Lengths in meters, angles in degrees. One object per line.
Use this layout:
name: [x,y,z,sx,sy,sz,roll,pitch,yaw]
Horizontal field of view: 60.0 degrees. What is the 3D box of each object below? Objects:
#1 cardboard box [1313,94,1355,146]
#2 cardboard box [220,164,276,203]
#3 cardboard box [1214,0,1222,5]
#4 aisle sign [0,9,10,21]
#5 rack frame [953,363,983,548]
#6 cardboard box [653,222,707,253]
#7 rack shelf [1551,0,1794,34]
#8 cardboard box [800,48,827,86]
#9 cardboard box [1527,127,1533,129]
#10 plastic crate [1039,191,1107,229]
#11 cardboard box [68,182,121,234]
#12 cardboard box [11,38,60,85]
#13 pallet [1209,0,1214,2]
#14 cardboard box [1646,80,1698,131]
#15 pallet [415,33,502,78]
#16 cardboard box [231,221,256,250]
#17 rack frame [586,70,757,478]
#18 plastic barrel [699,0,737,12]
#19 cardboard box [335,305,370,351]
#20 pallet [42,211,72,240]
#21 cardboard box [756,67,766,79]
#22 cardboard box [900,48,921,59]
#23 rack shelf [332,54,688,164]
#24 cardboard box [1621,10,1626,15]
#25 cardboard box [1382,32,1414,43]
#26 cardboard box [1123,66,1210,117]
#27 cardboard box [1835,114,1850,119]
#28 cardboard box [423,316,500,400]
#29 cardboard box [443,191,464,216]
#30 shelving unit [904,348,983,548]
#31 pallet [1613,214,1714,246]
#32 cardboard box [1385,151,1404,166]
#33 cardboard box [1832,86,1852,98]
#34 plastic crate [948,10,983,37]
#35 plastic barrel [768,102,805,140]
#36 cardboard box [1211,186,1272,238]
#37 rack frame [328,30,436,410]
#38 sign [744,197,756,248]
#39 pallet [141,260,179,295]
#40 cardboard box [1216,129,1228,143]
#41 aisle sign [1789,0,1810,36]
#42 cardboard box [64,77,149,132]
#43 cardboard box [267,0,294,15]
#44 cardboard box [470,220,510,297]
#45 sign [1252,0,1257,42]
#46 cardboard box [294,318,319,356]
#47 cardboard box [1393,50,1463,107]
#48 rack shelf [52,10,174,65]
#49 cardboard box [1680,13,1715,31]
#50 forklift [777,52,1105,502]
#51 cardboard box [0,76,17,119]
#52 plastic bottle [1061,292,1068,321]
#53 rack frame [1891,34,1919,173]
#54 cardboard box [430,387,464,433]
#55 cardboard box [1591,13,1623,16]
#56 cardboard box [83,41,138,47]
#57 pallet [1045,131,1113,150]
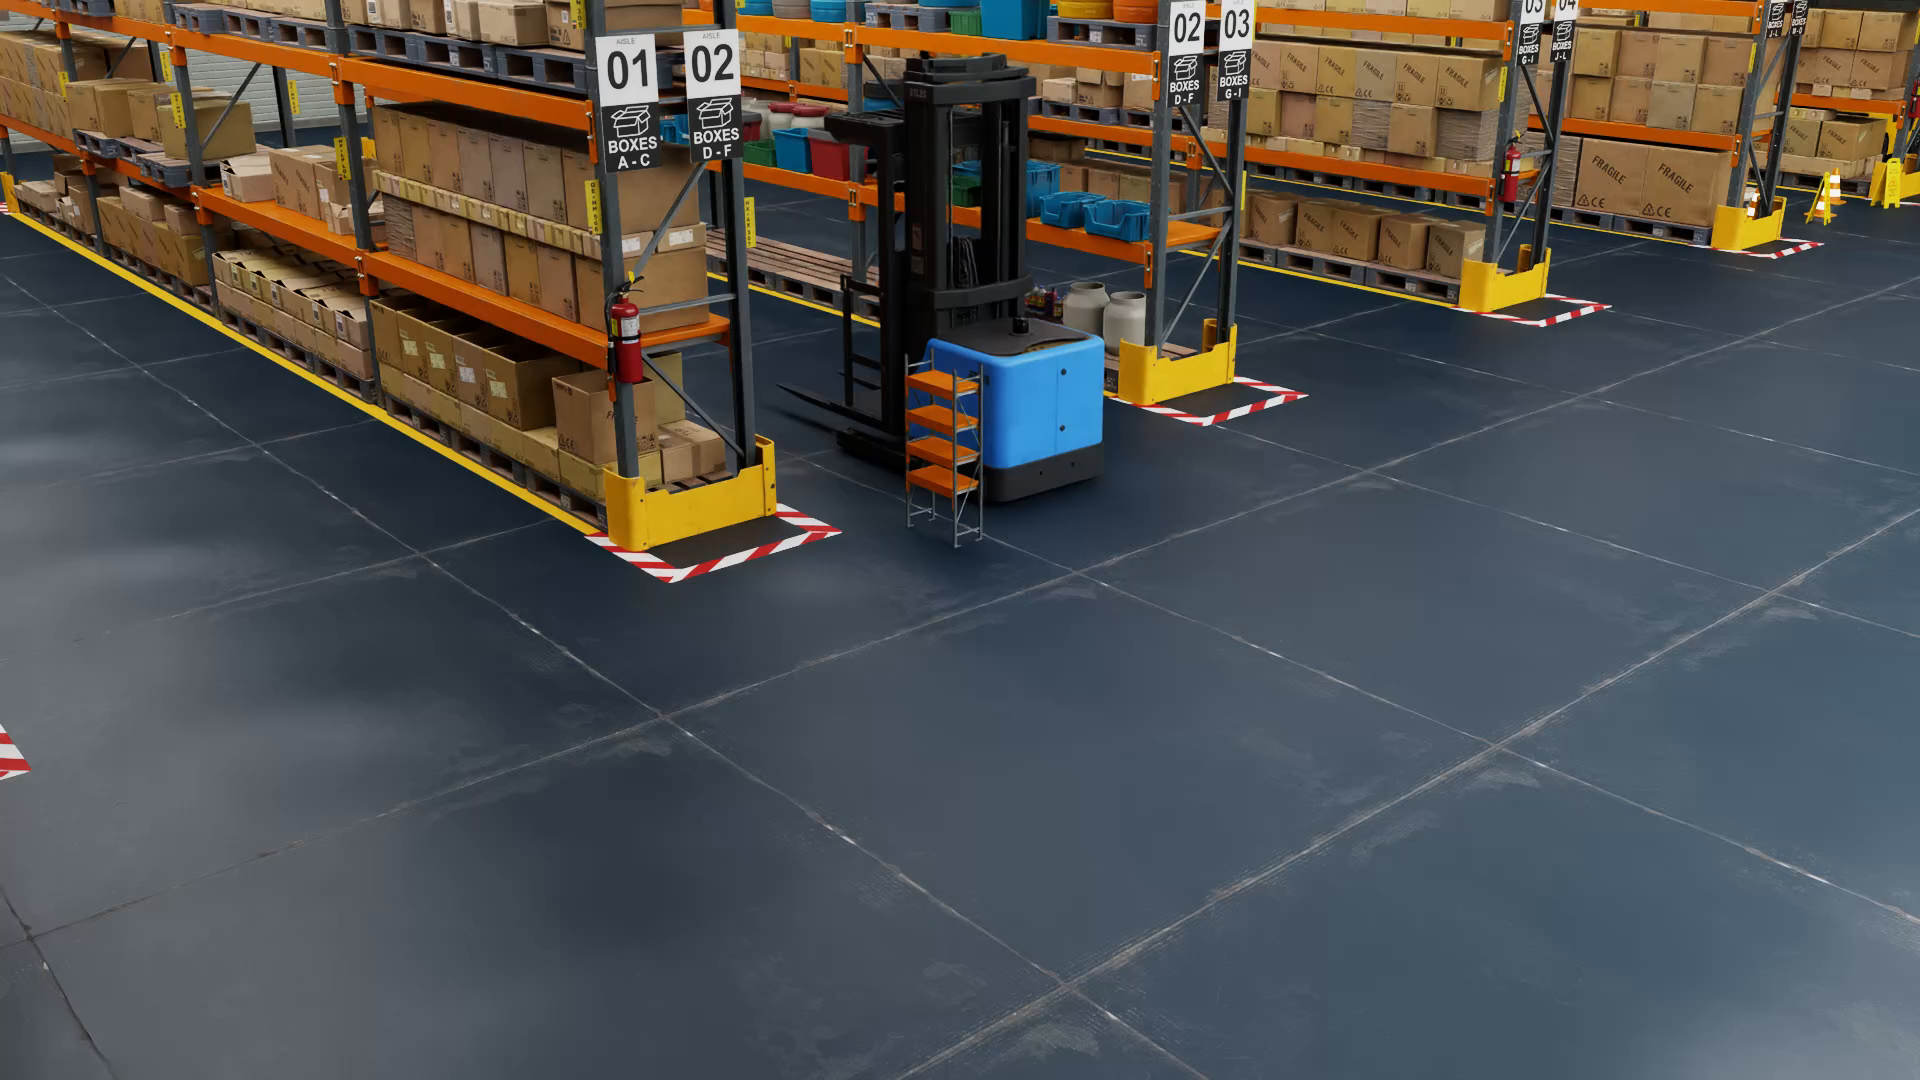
cardboard box: [4.332,-4.604,18.080,0.875,0.500,0.500,-17,27,-37]
cardboard box: [-6.593,-3.379,15.621,0.500,0.311,0.500,-18,28,-38]
cardboard box: [3.188,-6.108,18.558,0.500,0.250,0.500,-19,28,-39]
aisle sign: [-12.519,-7.084,21.392,0.394,0.787,0.004,-17,27,-37]
rack frame: [0.051,-0.537,10.710,0.240,1.200,0.015,-17,27,-37]
cardboard box: [-1.901,-2.012,10.982,0.380,0.149,0.250,-18,27,-38]
rack shelf: [8.217,-6.628,20.667,1.077,0.370,4.000,-17,27,-37]
cardboard box: [-2.023,-7.036,24.699,0.500,0.500,0.500,-17,27,-37]
cardboard box: [7.269,-5.135,22.319,0.875,0.875,0.875,-17,27,-37]
plastic crate: [0.974,-2.861,14.378,0.499,0.251,0.408,-17,27,-37]
cardboard box: [-10.228,-3.950,19.780,0.500,0.500,0.500,-17,27,-37]
cardboard box: [-11.160,-5.829,20.245,0.500,0.500,0.500,-18,28,-38]
pallet: [2.766,-6.471,19.538,1.213,0.211,1.003,-17,27,-37]
cardboard box: [8.870,-5.322,20.254,0.875,0.550,0.550,-17,27,-37]
pallet: [-3.051,-3.398,11.555,1.003,0.211,1.213,-17,27,-37]
cardboard box: [-7.457,-3.092,17.590,0.500,0.500,0.500,-19,28,-39]
rack frame: [-1.808,-1.504,10.711,1.000,3.000,0.127,-17,27,-37]
plastic barrel: [-2.477,-6.030,17.564,0.600,0.830,0.708,-17,27,-37]
cardboard box: [-4.901,-1.829,13.966,0.500,0.311,0.500,-17,27,-37]
pallet: [-10.889,-4.048,21.030,1.003,0.211,1.213,-17,27,-37]
cardboard box: [-2.917,-7.208,25.618,0.380,0.149,0.250,-18,28,-38]
cardboard box: [-0.411,-6.972,23.158,0.797,0.503,0.637,-17,27,-36]
rack shelf: [-3.114,-3.118,11.706,1.077,0.370,4.000,-17,27,-37]
cardboard box: [12.270,-9.596,30.345,0.380,0.149,0.250,-17,27,-37]
cardboard box: [6.246,-6.909,23.002,0.700,0.500,0.500,-18,28,-38]
cardboard box: [2.676,-5.694,20.010,1.000,1.000,1.000,-17,27,-37]
cardboard box: [12.529,-5.923,24.160,0.500,0.500,0.500,-19,28,-39]
cardboard box: [-3.701,-1.394,12.598,0.500,0.500,0.500,-17,27,-37]
cardboard box: [-3.546,-2.482,12.182,0.380,0.149,0.250,-18,28,-39]
shelving unit: [-0.108,-0.604,10.882,0.258,1.200,0.503,-17,27,-37]
pallet: [8.941,-3.918,20.697,1.003,0.211,1.213,-17,27,-37]
cardboard box: [4.708,-4.051,17.559,0.380,0.149,0.250,-17,27,-37]
cardboard box: [12.400,-6.275,23.237,0.380,0.149,0.250,-18,28,-38]
plastic crate: [0.159,-4.584,14.753,0.336,0.188,0.450,-17,27,-37]
plastic barrel: [-1.884,-4.489,18.146,0.433,0.535,0.433,0,21,0]
cardboard box: [3.319,-3.878,19.623,0.500,0.500,0.500,-18,28,-39]
rack frame: [-4.419,-2.609,13.532,1.000,3.000,0.127,-17,27,-37]
sign: [-1.384,-2.074,10.871,0.100,0.325,0.005,-17,27,-37]
pallet: [-8.281,-2.968,18.272,1.003,0.211,1.213,-17,27,-37]
cardboard box: [3.154,-4.646,19.078,0.380,0.149,0.250,-17,27,-37]
aisle sign: [9.796,-6.276,19.330,0.394,0.787,0.004,-17,27,-37]
cardboard box: [-9.501,-4.877,18.610,0.500,0.500,0.700,12,24,28]
cardboard box: [-5.621,-4.674,14.322,0.500,0.250,0.500,20,29,41]
cardboard box: [-3.116,-2.109,12.120,0.700,0.500,0.500,-16,27,-36]
sign: [2.366,-4.213,13.501,0.100,0.325,0.005,-17,27,-37]
cardboard box: [-5.573,-1.851,14.792,0.500,0.250,0.500,-17,27,-36]
cardboard box: [4.822,-4.742,17.061,0.500,0.500,0.500,-17,27,-37]
rack shelf: [-8.336,-5.328,17.349,1.077,0.370,4.000,-17,27,-37]
cardboard box: [11.035,-7.656,24.503,0.700,0.500,0.500,-17,27,-37]
forklift: [-0.288,-2.091,12.303,1.130,2.935,3.031,-17,27,-36]
cardboard box: [-11.821,-5.644,21.145,0.500,0.500,0.500,-18,28,-38]
plastic bottle: [0.999,-2.192,15.604,0.097,0.271,0.097,0,21,0]
rack frame: [13.207,-6.220,22.752,1.000,3.000,0.127,-17,27,-37]
cardboard box: [-3.701,-1.045,12.734,0.500,0.250,0.500,-17,27,-37]
cardboard box: [10.179,-8.042,26.283,0.500,0.500,0.500,-17,27,-37]
cardboard box: [-10.073,-5.671,19.842,0.500,0.500,0.500,-19,28,-39]
pallet: [2.199,-6.816,28.097,1.003,0.211,1.213,-17,27,-37]
